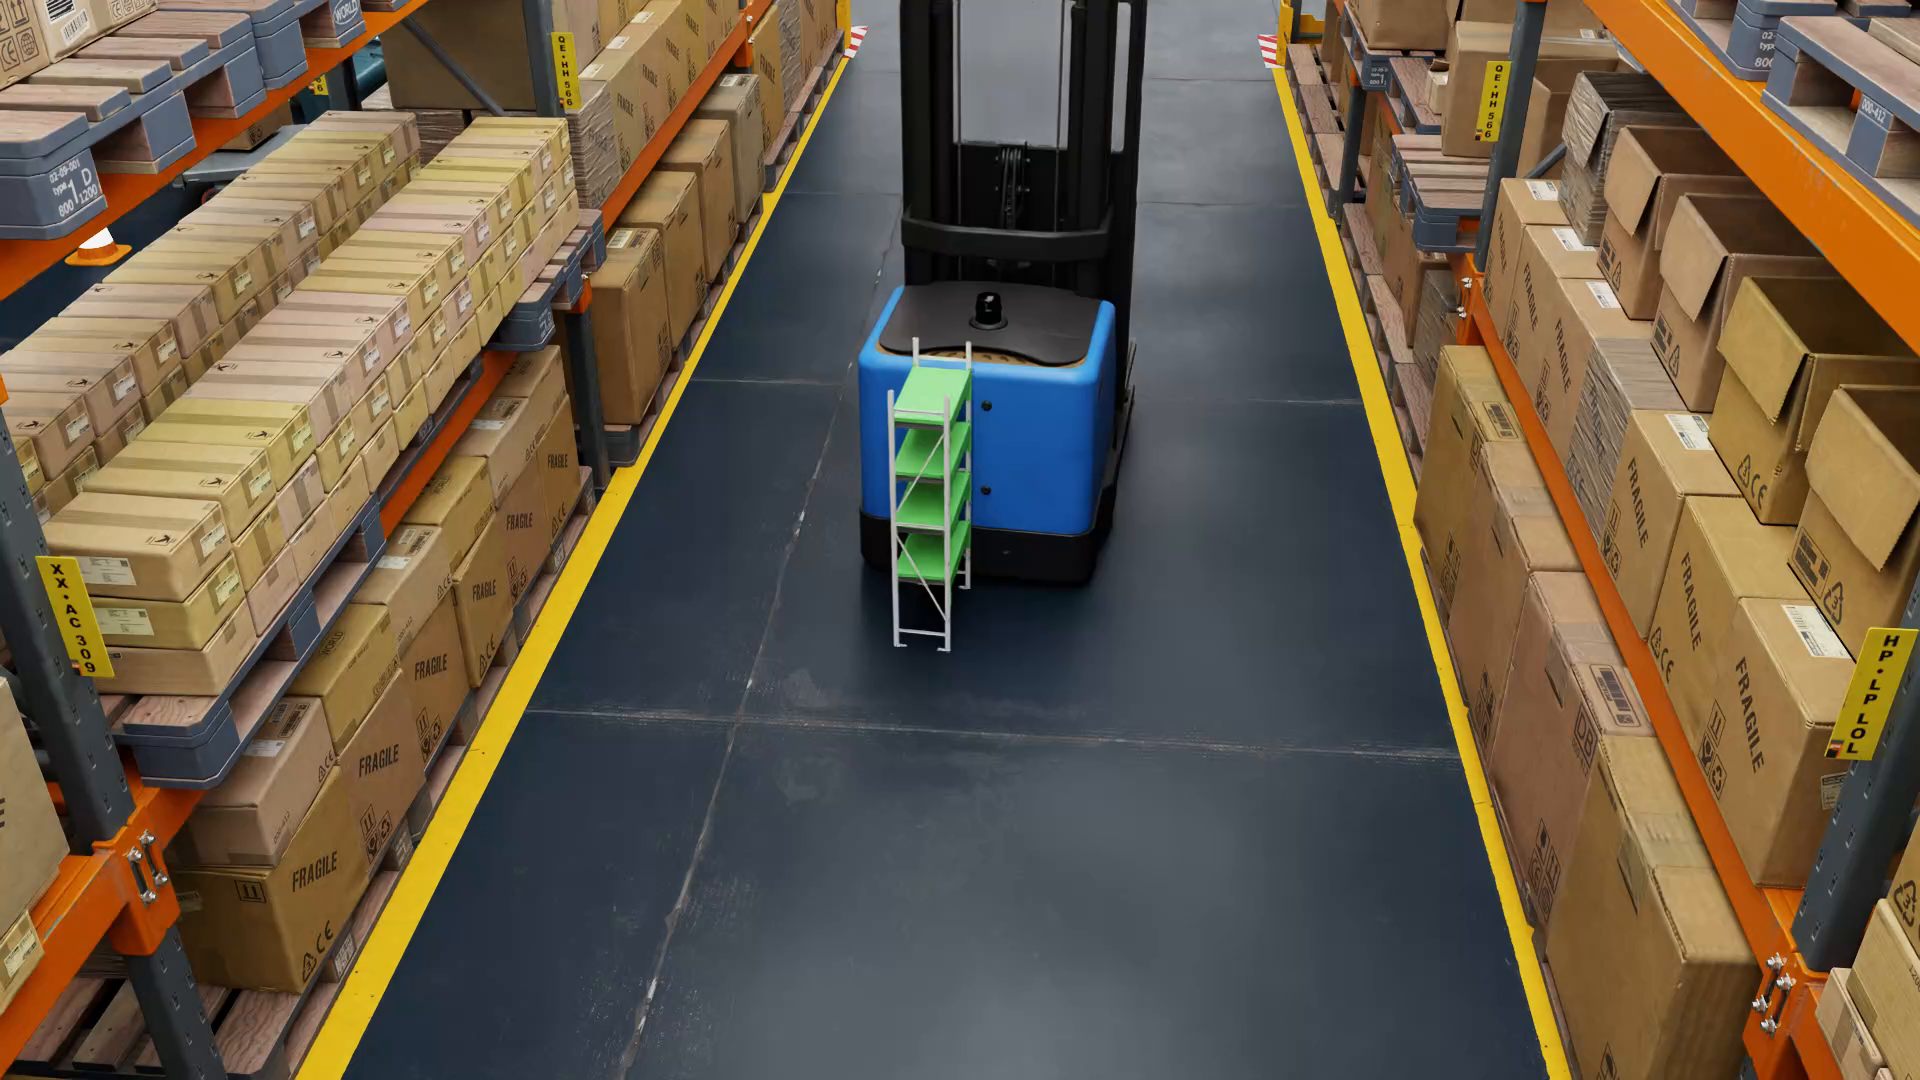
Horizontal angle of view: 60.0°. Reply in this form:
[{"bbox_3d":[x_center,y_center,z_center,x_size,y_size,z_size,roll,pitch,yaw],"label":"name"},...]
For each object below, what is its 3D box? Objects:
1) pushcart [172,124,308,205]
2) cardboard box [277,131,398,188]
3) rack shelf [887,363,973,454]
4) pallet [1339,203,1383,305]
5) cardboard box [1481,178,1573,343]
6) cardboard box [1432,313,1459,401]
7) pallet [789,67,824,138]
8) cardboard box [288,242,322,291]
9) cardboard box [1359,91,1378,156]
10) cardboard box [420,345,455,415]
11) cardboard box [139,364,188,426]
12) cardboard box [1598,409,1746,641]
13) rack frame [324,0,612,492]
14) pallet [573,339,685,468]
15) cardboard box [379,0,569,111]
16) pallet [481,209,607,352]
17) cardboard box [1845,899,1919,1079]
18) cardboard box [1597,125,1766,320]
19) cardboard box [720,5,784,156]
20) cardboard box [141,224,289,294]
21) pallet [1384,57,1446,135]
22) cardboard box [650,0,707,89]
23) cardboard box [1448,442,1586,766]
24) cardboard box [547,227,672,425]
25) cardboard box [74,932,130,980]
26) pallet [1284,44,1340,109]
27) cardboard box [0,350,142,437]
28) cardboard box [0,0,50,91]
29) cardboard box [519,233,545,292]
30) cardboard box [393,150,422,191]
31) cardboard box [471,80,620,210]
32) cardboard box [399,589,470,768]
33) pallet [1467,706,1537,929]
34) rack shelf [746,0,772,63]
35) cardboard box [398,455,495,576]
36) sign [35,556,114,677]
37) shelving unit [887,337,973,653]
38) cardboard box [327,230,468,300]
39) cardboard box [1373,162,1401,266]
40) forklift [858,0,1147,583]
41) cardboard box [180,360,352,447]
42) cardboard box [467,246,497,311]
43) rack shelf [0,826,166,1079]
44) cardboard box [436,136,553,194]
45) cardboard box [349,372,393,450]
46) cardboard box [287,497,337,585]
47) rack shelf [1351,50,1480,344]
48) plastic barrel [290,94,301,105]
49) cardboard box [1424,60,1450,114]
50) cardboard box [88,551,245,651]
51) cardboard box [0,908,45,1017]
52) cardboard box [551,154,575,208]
[{"bbox_3d":[-4.568,-2.628,11.654,1.648,0.377,0.936,-8,33,-13],"label":"pushcart"},{"bbox_3d":[-2.479,-1.516,6.624,0.380,0.149,0.250,2,32,3],"label":"cardboard box"},{"bbox_3d":[-0.116,-0.533,6.678,0.258,0.148,0.480,5,32,9],"label":"rack shelf"},{"bbox_3d":[2.970,-1.798,10.466,1.003,0.211,1.213,2,32,4],"label":"pallet"},{"bbox_3d":[2.396,-1.101,6.581,0.500,0.500,0.500,3,32,5],"label":"cardboard box"},{"bbox_3d":[2.741,-0.775,8.112,0.700,0.500,0.500,1,32,1],"label":"cardboard box"},{"bbox_3d":[-1.666,-3.504,13.234,1.003,0.211,1.213,2,32,4],"label":"pallet"},{"bbox_3d":[-2.548,-0.976,6.030,0.380,0.149,0.250,3,32,4],"label":"cardboard box"},{"bbox_3d":[3.144,-3.014,11.764,0.500,0.500,0.500,13,34,19],"label":"cardboard box"},{"bbox_3d":[-1.939,-0.546,5.617,0.380,0.149,0.250,1,32,2],"label":"cardboard box"},{"bbox_3d":[-2.635,-0.435,5.153,0.380,0.149,0.250,1,32,1],"label":"cardboard box"},{"bbox_3d":[2.230,-0.040,4.860,0.500,0.500,0.500,2,32,3],"label":"cardboard box"},{"bbox_3d":[-2.229,-1.565,7.431,1.000,3.000,0.127,2,32,4],"label":"rack frame"},{"bbox_3d":[-2.089,-0.787,8.826,1.003,0.211,1.213,2,32,4],"label":"pallet"},{"bbox_3d":[-2.182,-2.268,7.522,0.700,0.500,0.500,2,32,4],"label":"cardboard box"},{"bbox_3d":[-2.180,-1.106,6.869,1.213,0.211,1.003,2,32,4],"label":"pallet"},{"bbox_3d":[2.082,0.963,3.188,0.500,0.250,0.500,2,32,3],"label":"cardboard box"},{"bbox_3d":[2.575,-1.048,5.540,0.797,0.503,0.637,3,32,5],"label":"cardboard box"},{"bbox_3d":[-1.782,-3.257,11.801,0.875,0.875,0.875,3,32,5],"label":"cardboard box"},{"bbox_3d":[-2.565,-0.970,5.736,0.380,0.149,0.250,3,32,5],"label":"cardboard box"},{"bbox_3d":[2.827,-2.256,8.734,1.003,0.211,1.213,2,32,4],"label":"pallet"},{"bbox_3d":[-1.761,-2.887,9.480,0.500,0.500,0.500,3,32,5],"label":"cardboard box"},{"bbox_3d":[2.549,0.251,6.109,1.225,0.875,0.875,3,32,4],"label":"cardboard box"},{"bbox_3d":[-2.089,-1.101,8.421,1.050,0.750,0.750,2,32,3],"label":"cardboard box"},{"bbox_3d":[-2.745,1.014,5.228,0.500,0.500,0.500,2,32,3],"label":"cardboard box"},{"bbox_3d":[3.250,-3.834,13.769,1.003,0.211,1.213,2,32,4],"label":"pallet"},{"bbox_3d":[-2.651,-0.430,4.861,0.380,0.149,0.250,2,32,4],"label":"cardboard box"},{"bbox_3d":[-2.414,-1.165,3.427,0.700,0.500,0.500,3,32,4],"label":"cardboard box"},{"bbox_3d":[-1.853,-1.095,6.507,0.380,0.149,0.250,3,32,5],"label":"cardboard box"},{"bbox_3d":[-2.468,-1.520,6.912,0.380,0.149,0.250,4,32,6],"label":"cardboard box"},{"bbox_3d":[-1.923,-1.831,7.767,0.500,0.500,0.500,3,32,5],"label":"cardboard box"},{"bbox_3d":[-2.159,0.485,6.086,0.500,0.500,0.500,3,32,5],"label":"cardboard box"},{"bbox_3d":[2.465,0.932,6.037,1.003,0.211,1.213,2,32,4],"label":"pallet"},{"bbox_3d":[-1.740,-4.396,12.711,1.077,0.370,4.000,2,32,4],"label":"rack shelf"},{"bbox_3d":[-2.110,-0.101,6.322,0.500,0.250,0.500,3,32,5],"label":"cardboard box"},{"bbox_3d":[-2.013,0.177,3.779,0.100,0.325,0.005,2,32,4],"label":"sign"},{"bbox_3d":[-0.116,-0.179,6.896,0.258,1.200,0.503,5,32,9],"label":"shelving unit"},{"bbox_3d":[-1.919,-0.938,5.686,0.380,0.149,0.250,4,32,6],"label":"cardboard box"},{"bbox_3d":[2.903,-1.947,10.013,0.700,0.500,0.500,2,32,4],"label":"cardboard box"},{"bbox_3d":[0.320,-1.820,7.910,1.130,2.935,3.031,5,32,9],"label":"forklift"},{"bbox_3d":[-2.001,-0.396,4.805,0.380,0.149,0.250,2,32,3],"label":"cardboard box"},{"bbox_3d":[-1.897,-0.948,5.984,0.380,0.149,0.250,2,32,4],"label":"cardboard box"},{"bbox_3d":[-2.717,1.878,2.529,1.077,0.370,4.000,2,32,4],"label":"rack shelf"},{"bbox_3d":[-1.834,-1.483,6.570,0.380,0.149,0.250,2,32,3],"label":"cardboard box"},{"bbox_3d":[-1.984,-0.406,5.106,0.380,0.149,0.250,4,32,6],"label":"cardboard box"},{"bbox_3d":[-2.023,-0.008,4.742,0.380,0.149,0.250,3,32,4],"label":"cardboard box"},{"bbox_3d":[2.869,-2.040,8.887,1.077,0.370,4.000,2,32,4],"label":"rack shelf"},{"bbox_3d":[-5.178,-3.666,13.295,0.512,0.421,0.421,27,41,37],"label":"plastic barrel"},{"bbox_3d":[2.573,-2.306,8.360,0.396,0.266,0.258,2,32,3],"label":"cardboard box"},{"bbox_3d":[-2.064,0.142,4.217,0.380,0.149,0.250,3,32,5],"label":"cardboard box"},{"bbox_3d":[-2.257,0.932,3.618,0.380,0.149,0.250,2,32,3],"label":"cardboard box"},{"bbox_3d":[-1.815,-1.486,6.858,0.380,0.149,0.250,3,32,5],"label":"cardboard box"}]
